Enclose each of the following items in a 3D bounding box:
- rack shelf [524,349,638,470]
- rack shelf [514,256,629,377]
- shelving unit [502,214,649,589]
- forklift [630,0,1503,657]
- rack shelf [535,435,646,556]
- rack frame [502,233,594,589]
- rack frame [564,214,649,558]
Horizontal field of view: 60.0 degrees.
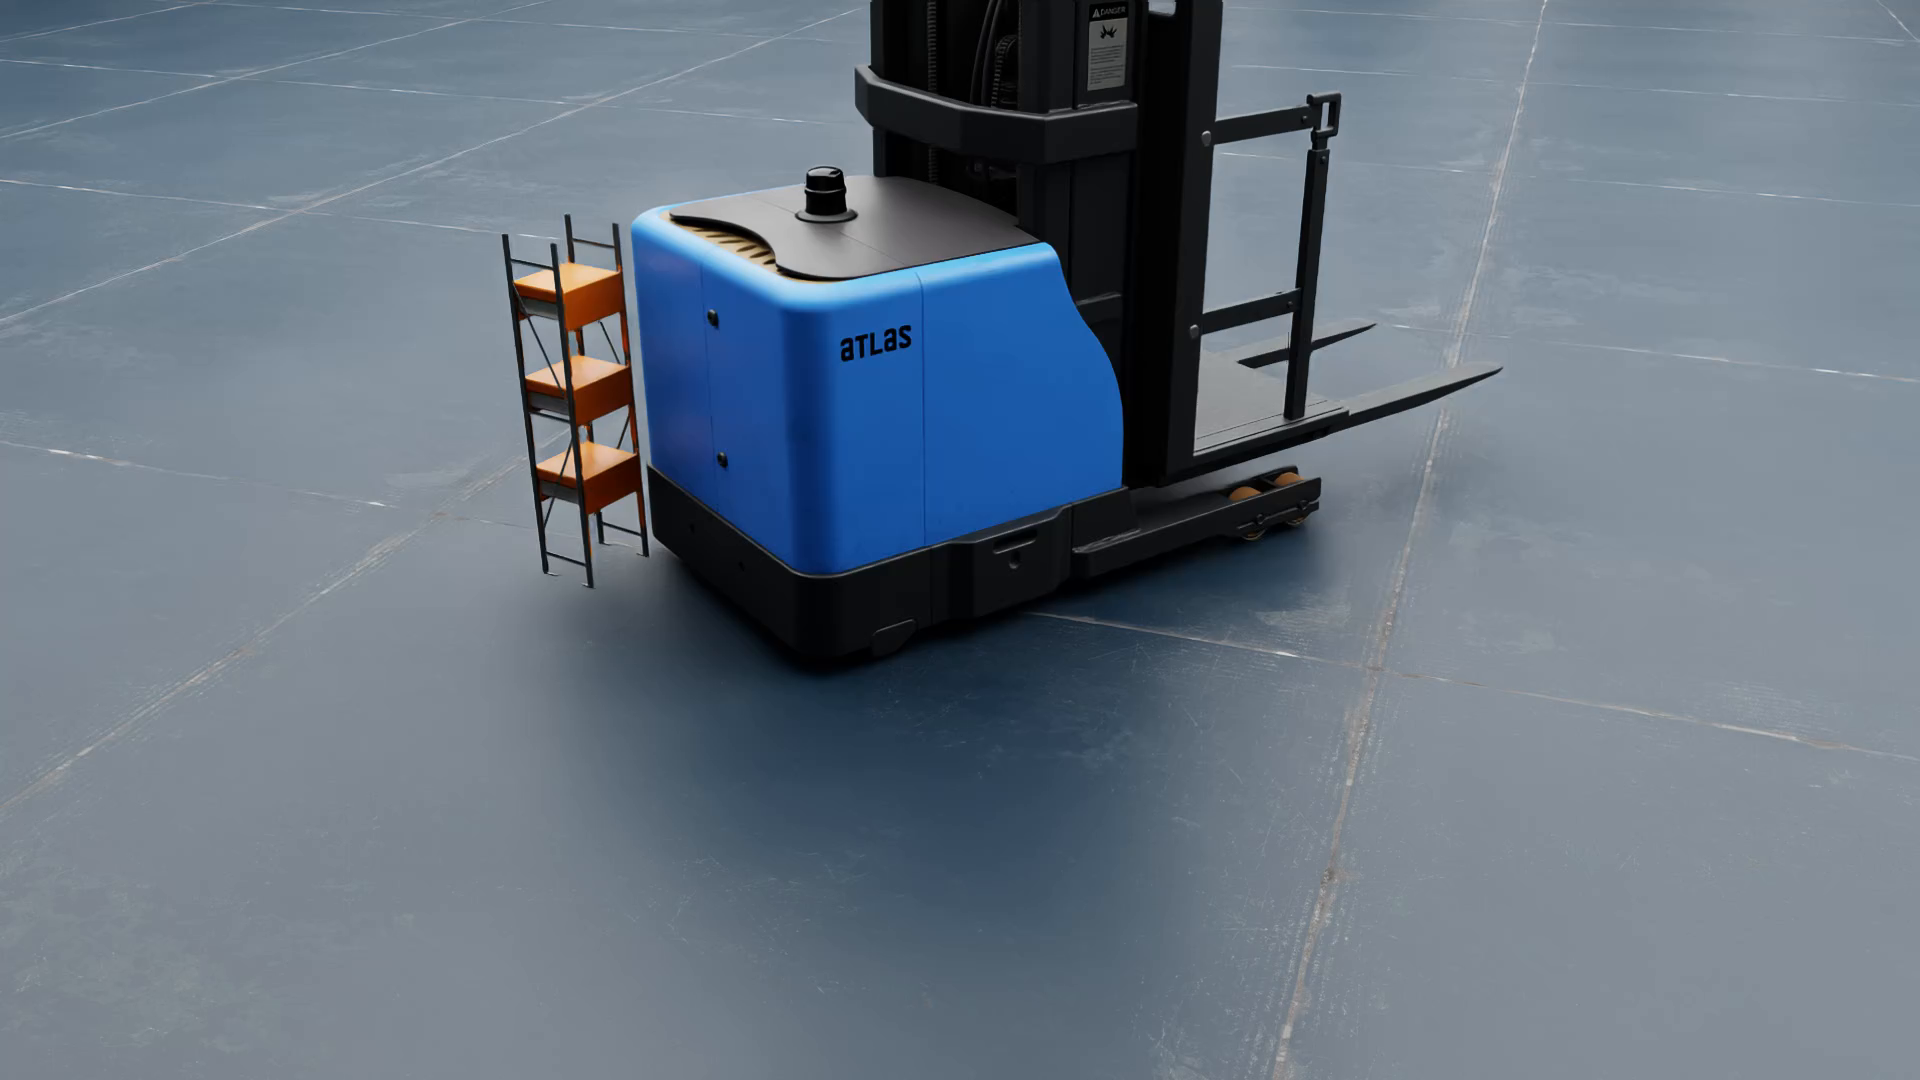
[{"bbox_3d":[-1.112,-0.386,4.866,0.215,0.259,0.240,15,30,28],"label":"rack shelf"},{"bbox_3d":[-1.113,-0.641,4.742,0.215,0.259,0.240,15,30,28],"label":"rack shelf"},{"bbox_3d":[-1.112,-0.395,4.861,0.215,1.050,0.252,15,30,28],"label":"shelving unit"},{"bbox_3d":[0.547,-1.489,4.962,3.031,2.935,1.130,-17,31,-31],"label":"forklift"},{"bbox_3d":[-1.112,-0.136,4.987,0.215,0.259,0.240,15,30,28],"label":"rack shelf"},{"bbox_3d":[-1.176,-0.350,4.768,0.200,1.050,0.008,15,30,28],"label":"rack frame"},{"bbox_3d":[-1.048,-0.441,4.954,0.200,1.050,0.008,15,30,28],"label":"rack frame"}]
